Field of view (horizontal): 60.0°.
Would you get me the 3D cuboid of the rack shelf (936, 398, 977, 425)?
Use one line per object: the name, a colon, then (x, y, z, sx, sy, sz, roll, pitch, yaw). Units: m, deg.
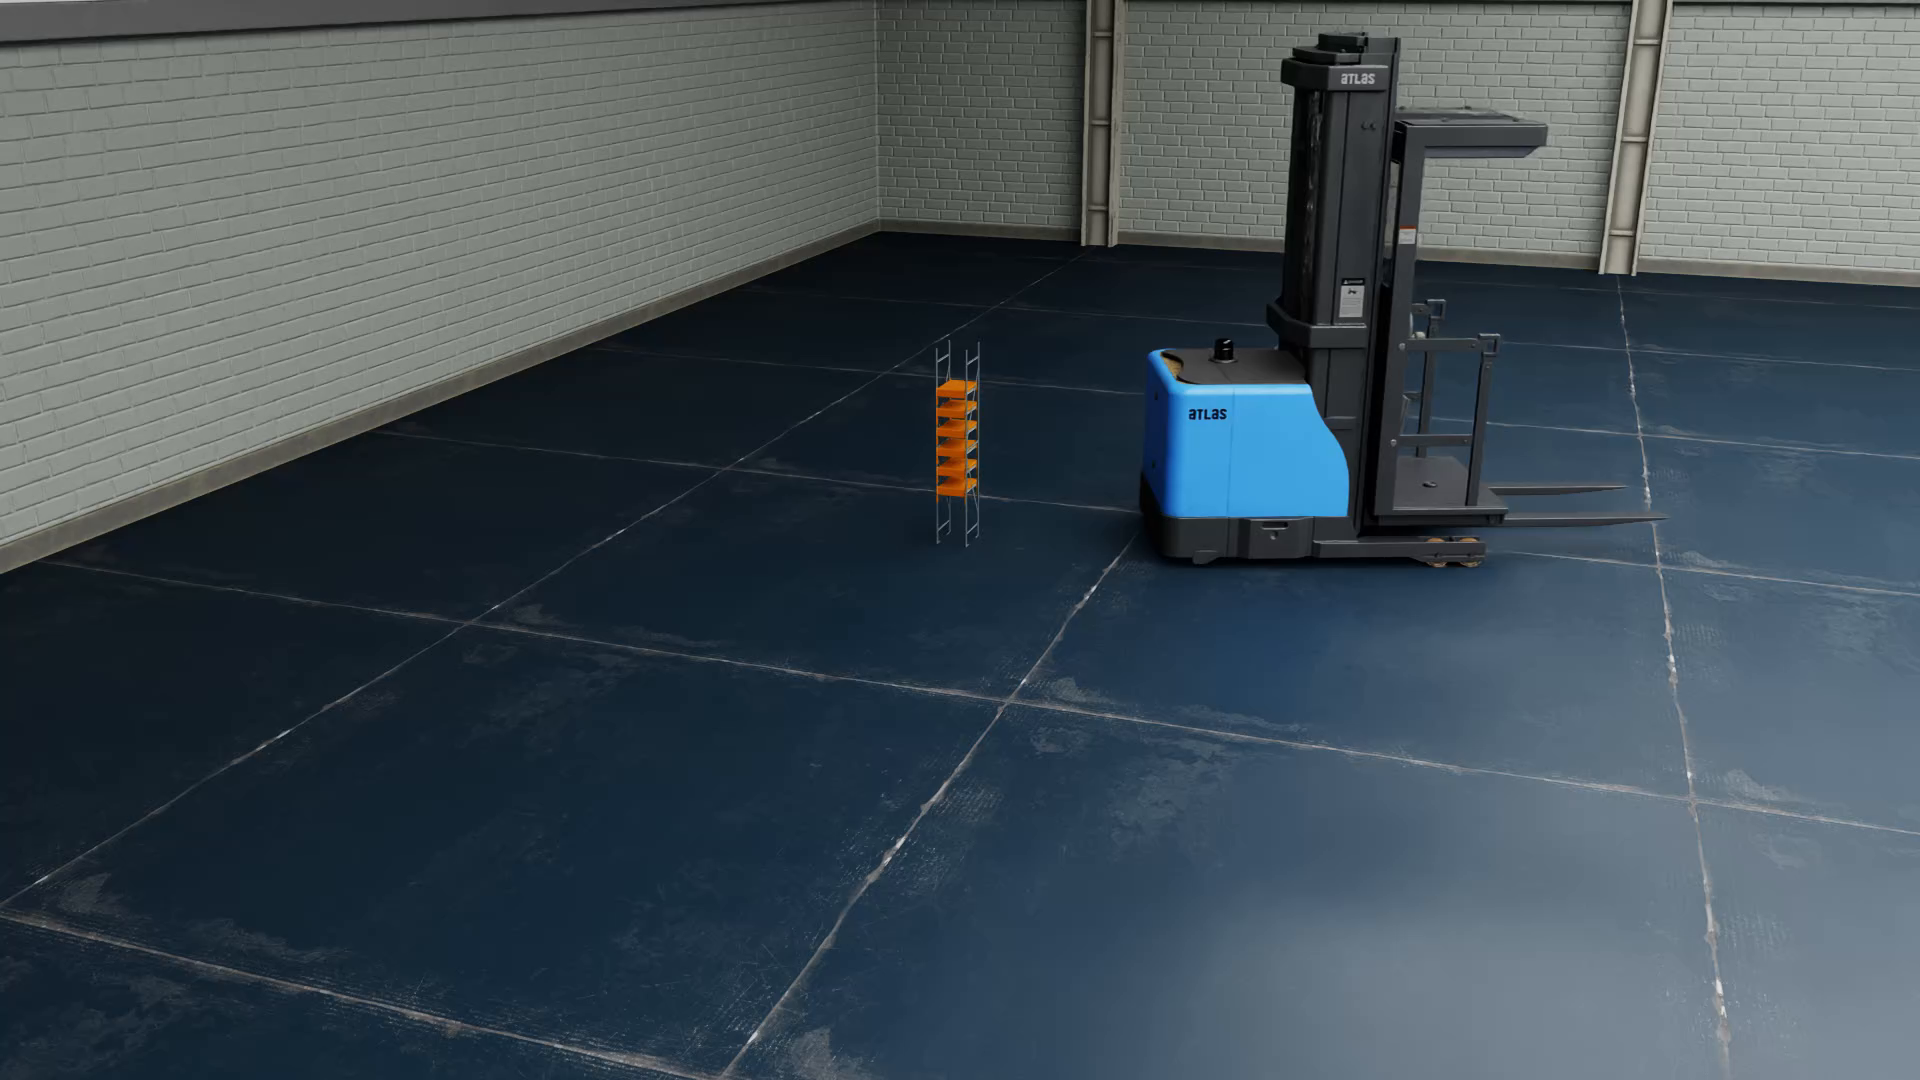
rack shelf: (-0.014, -0.753, 9.819, 0.180, 0.103, 0.258, 7, 20, 18)

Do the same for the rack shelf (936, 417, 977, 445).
rack shelf: (-0.014, -0.639, 9.858, 0.180, 0.103, 0.258, 7, 20, 18)

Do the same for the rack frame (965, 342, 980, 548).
rack frame: (0.073, -0.558, 9.855, 0.006, 1.200, 0.240, 7, 20, 18)

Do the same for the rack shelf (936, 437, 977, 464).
rack shelf: (-0.014, -0.526, 9.898, 0.180, 0.103, 0.258, 7, 20, 18)

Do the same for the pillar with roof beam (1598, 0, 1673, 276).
pillar with roof beam: (5.977, -5.919, 13.386, 0.400, 9.000, 9.100, 7, 20, 18)

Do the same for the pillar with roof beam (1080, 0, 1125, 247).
pillar with roof beam: (0.309, -6.567, 15.245, 0.400, 9.000, 9.100, 7, 20, 18)

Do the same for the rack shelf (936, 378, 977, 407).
rack shelf: (-0.014, -0.866, 9.779, 0.180, 0.103, 0.258, 7, 20, 18)

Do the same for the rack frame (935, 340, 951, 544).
rack frame: (-0.100, -0.578, 9.912, 0.006, 1.200, 0.240, 7, 20, 18)

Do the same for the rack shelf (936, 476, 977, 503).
rack shelf: (-0.014, -0.300, 9.977, 0.180, 0.103, 0.258, 7, 20, 18)

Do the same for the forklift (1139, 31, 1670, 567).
forklift: (2.655, -1.401, 9.642, 3.031, 2.935, 1.130, -1, 19, -2)

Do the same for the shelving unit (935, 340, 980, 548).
shelving unit: (-0.014, -0.568, 9.883, 0.189, 1.200, 0.258, 7, 20, 18)

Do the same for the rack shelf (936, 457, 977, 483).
rack shelf: (-0.014, -0.413, 9.937, 0.180, 0.103, 0.258, 7, 20, 18)
